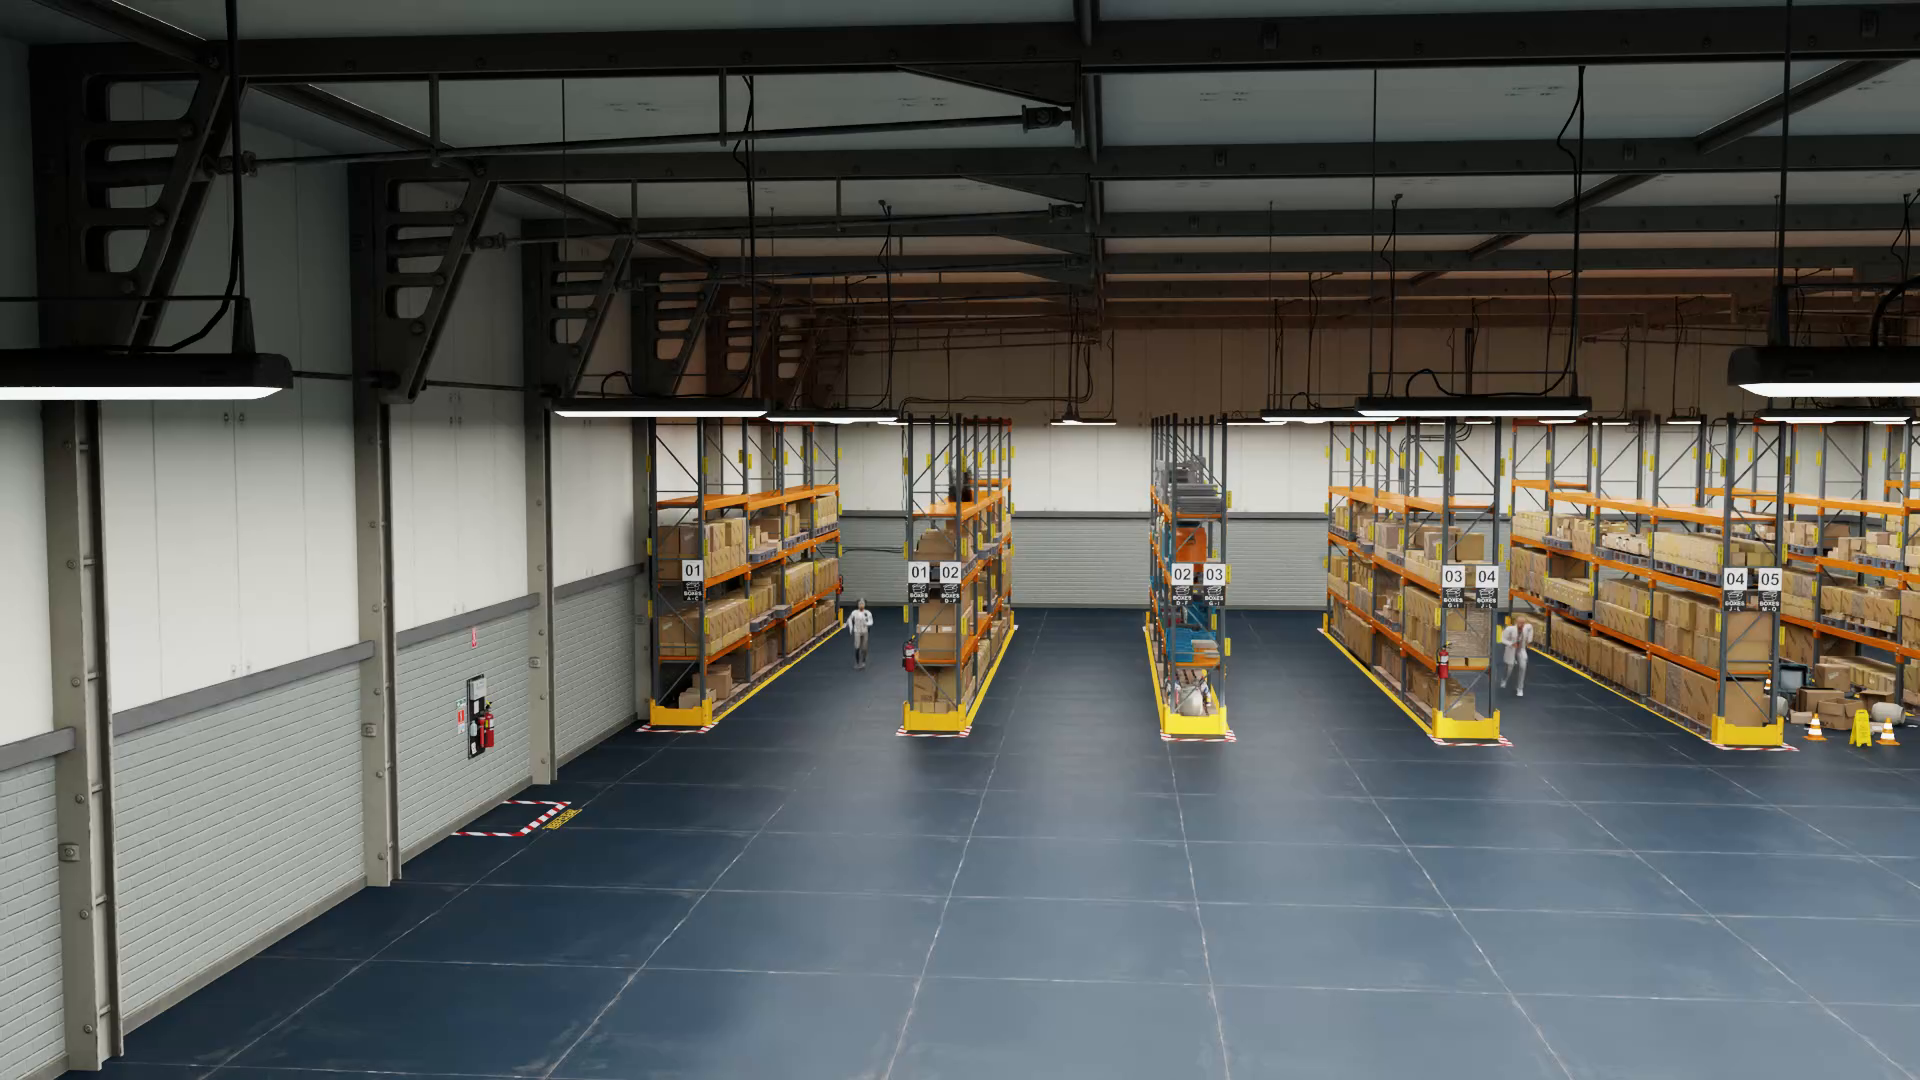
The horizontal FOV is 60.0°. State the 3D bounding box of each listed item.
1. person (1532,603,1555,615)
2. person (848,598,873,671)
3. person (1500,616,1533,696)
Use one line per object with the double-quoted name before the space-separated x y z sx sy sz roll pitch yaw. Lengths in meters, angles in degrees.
"person" 16.914 1.587 48.225 0.856 1.832 0.644 -3 5 -33
"person" -2.366 2.232 39.398 0.553 1.713 0.694 0 4 -5
"person" 11.994 2.482 36.016 0.761 1.747 1.052 0 4 -6
